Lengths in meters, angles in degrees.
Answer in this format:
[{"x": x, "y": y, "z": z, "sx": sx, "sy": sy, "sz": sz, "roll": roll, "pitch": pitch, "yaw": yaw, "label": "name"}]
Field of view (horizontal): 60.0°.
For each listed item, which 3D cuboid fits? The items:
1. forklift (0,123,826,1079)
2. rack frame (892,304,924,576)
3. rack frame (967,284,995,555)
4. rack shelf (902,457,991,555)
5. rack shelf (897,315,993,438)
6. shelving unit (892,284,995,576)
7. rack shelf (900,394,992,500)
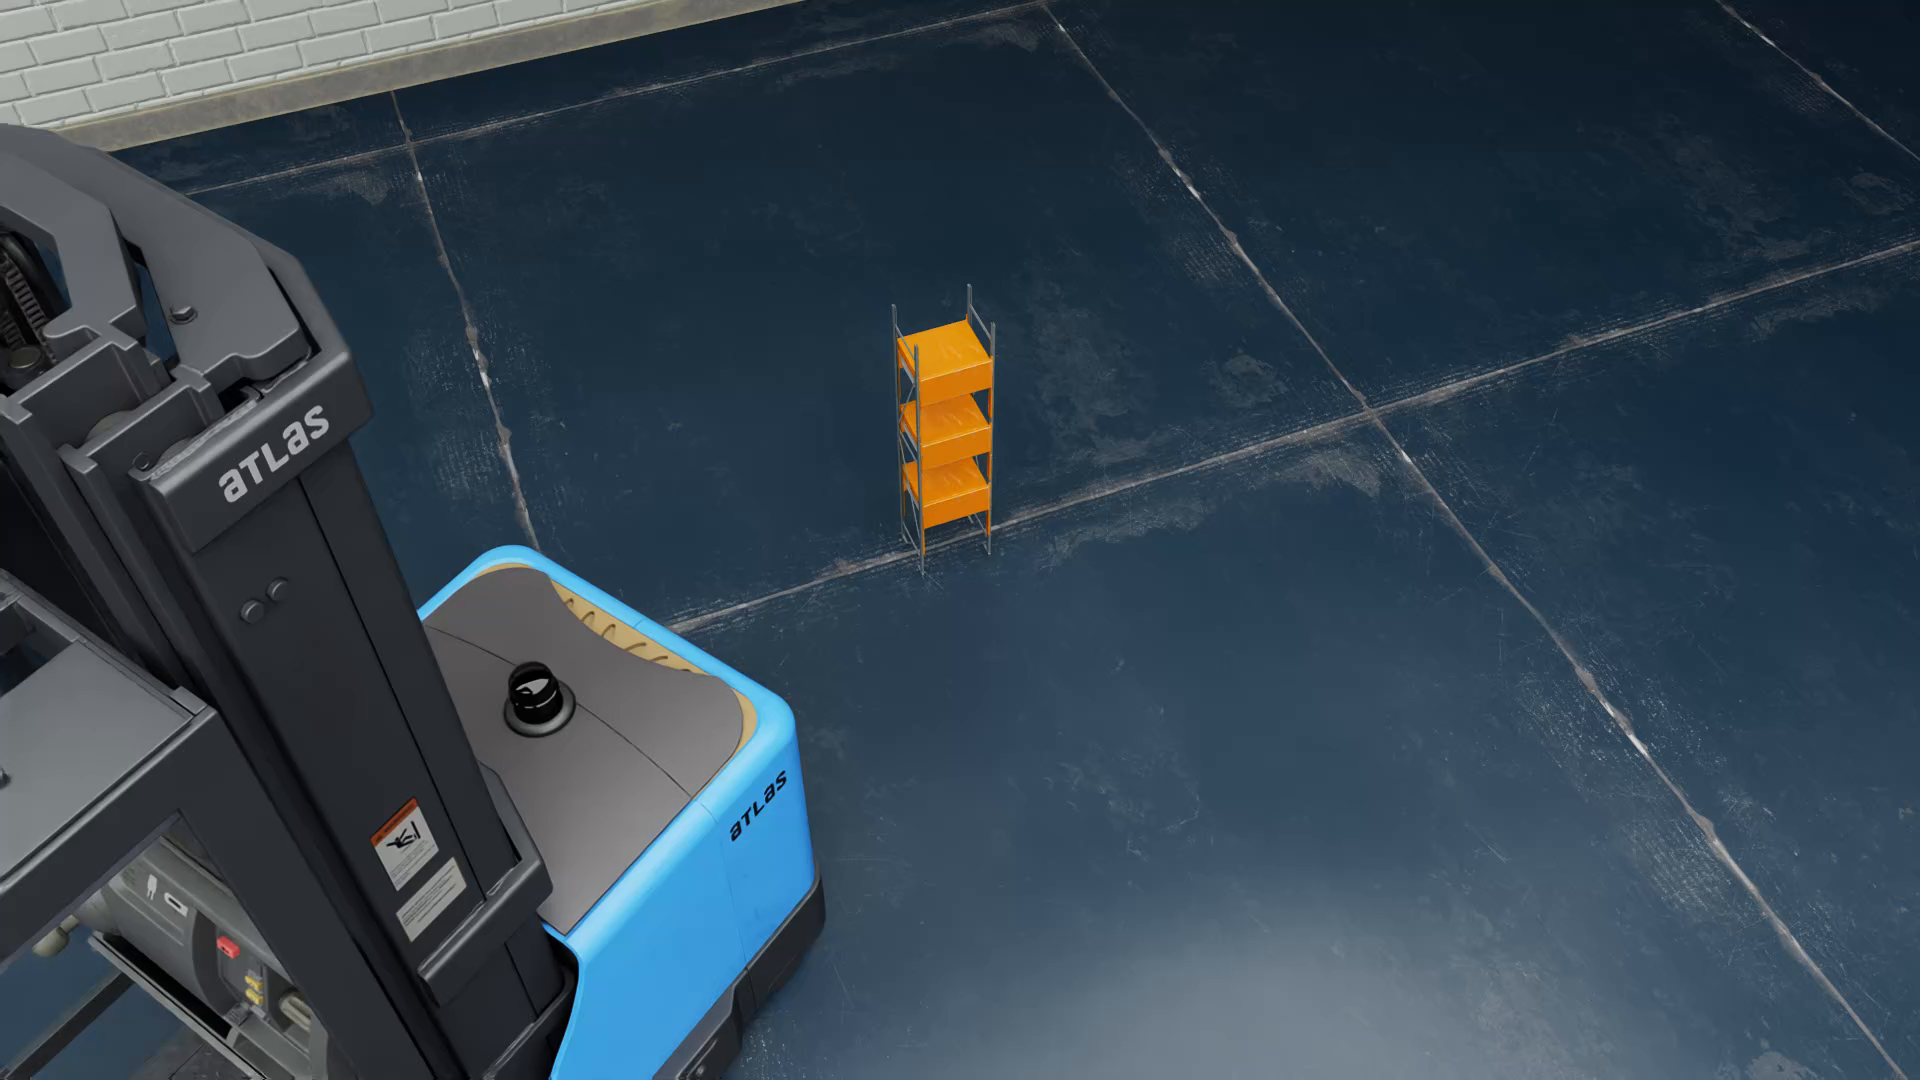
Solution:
[{"x": -1.633, "y": 0.860, "z": 3.079, "sx": 1.130, "sy": 2.935, "sz": 3.031, "roll": 28, "pitch": 55, "yaw": 22, "label": "forklift"}, {"x": -0.162, "y": -0.292, "z": 5.308, "sx": 0.008, "sy": 1.050, "sz": 0.200, "roll": -17, "pitch": 52, "yaw": -14, "label": "rack frame"}, {"x": 0.063, "y": -0.362, "z": 5.369, "sx": 0.008, "sy": 1.050, "sz": 0.200, "roll": -17, "pitch": 52, "yaw": -14, "label": "rack frame"}, {"x": -0.050, "y": -0.139, "z": 5.557, "sx": 0.240, "sy": 0.259, "sz": 0.215, "roll": -17, "pitch": 52, "yaw": -14, "label": "rack shelf"}, {"x": -0.050, "y": -0.505, "z": 5.131, "sx": 0.240, "sy": 0.259, "sz": 0.215, "roll": -17, "pitch": 52, "yaw": -14, "label": "rack shelf"}, {"x": -0.050, "y": -0.327, "z": 5.339, "sx": 0.252, "sy": 1.050, "sz": 0.215, "roll": -17, "pitch": 52, "yaw": -14, "label": "shelving unit"}, {"x": -0.050, "y": -0.320, "z": 5.347, "sx": 0.240, "sy": 0.259, "sz": 0.215, "roll": -17, "pitch": 52, "yaw": -14, "label": "rack shelf"}]
